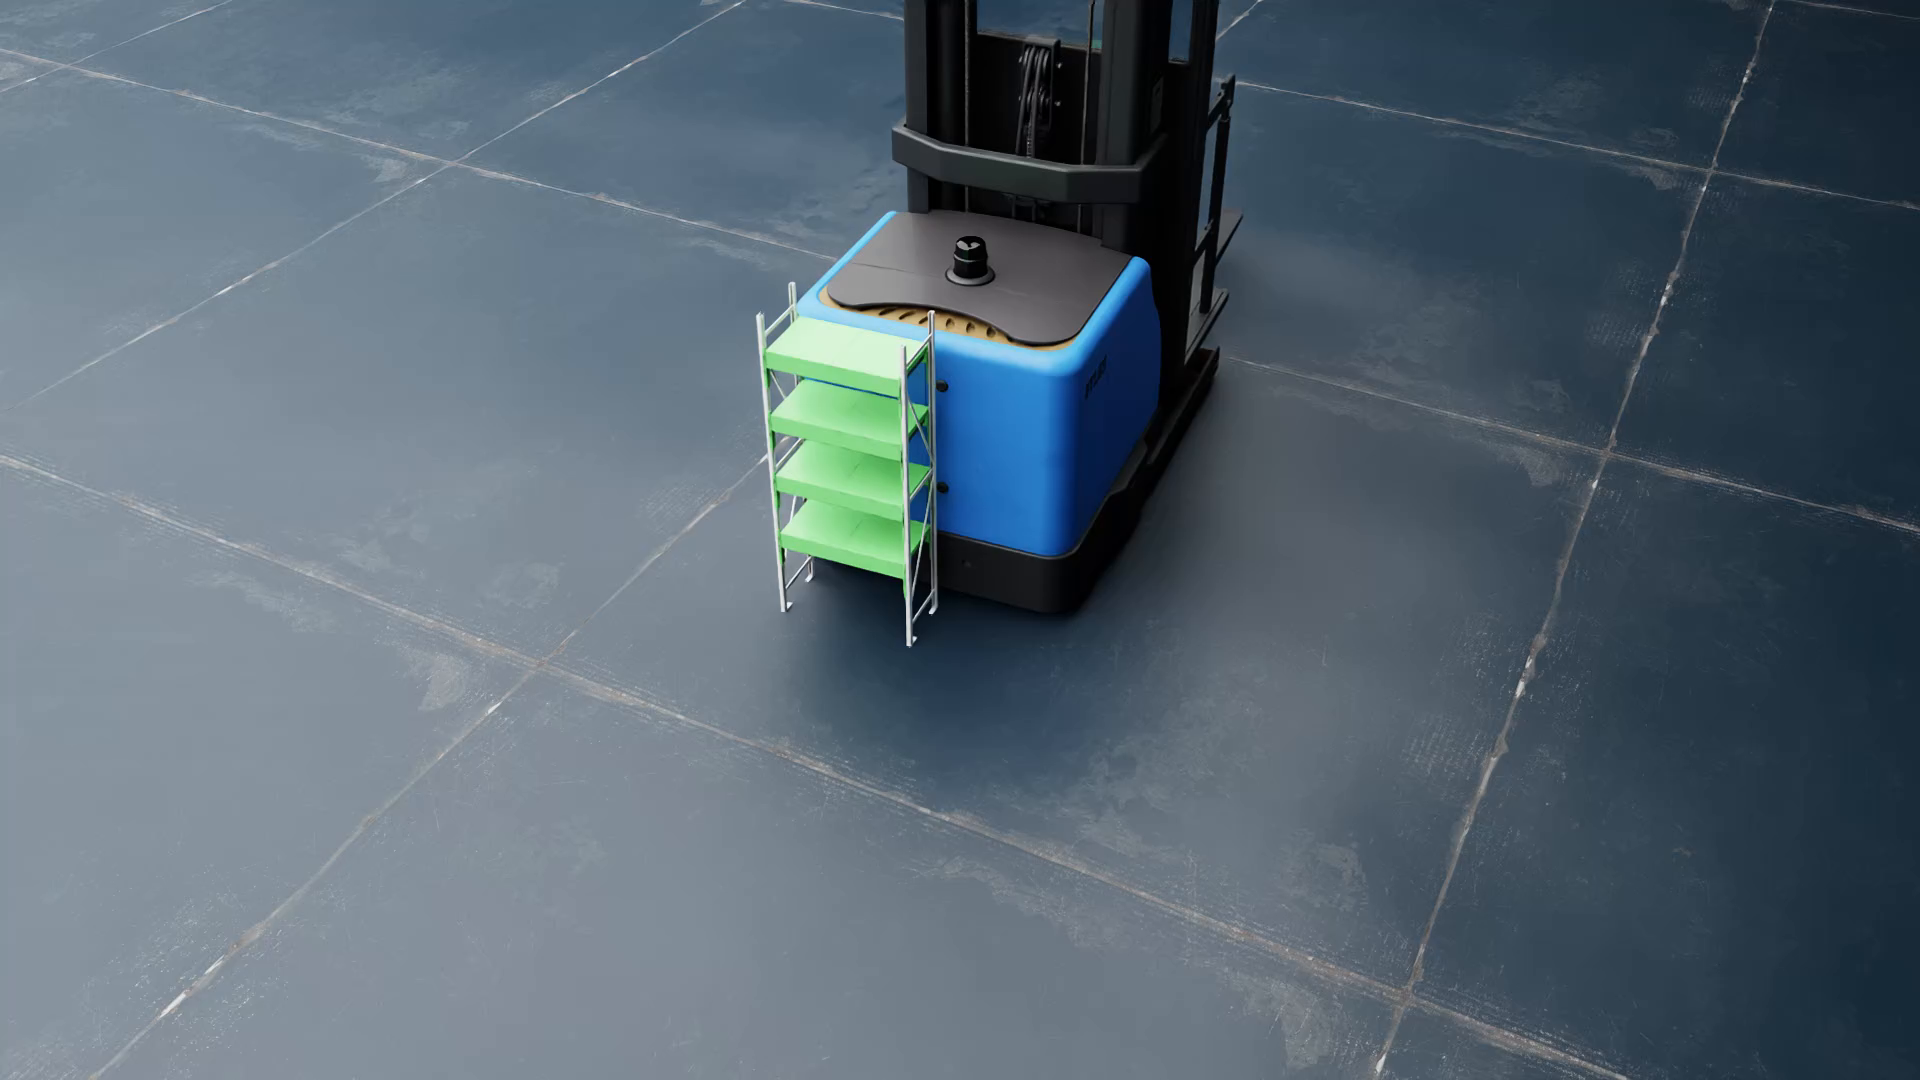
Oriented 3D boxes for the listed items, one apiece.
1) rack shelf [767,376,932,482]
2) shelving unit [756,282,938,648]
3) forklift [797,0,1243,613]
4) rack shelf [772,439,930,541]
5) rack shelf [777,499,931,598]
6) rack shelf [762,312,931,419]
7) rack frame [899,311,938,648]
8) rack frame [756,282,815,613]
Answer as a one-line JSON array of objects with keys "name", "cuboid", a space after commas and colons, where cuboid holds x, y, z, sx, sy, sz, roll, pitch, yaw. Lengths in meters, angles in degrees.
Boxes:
[{"name": "rack shelf", "cuboid": [-0.357, -0.370, 5.453, 0.480, 0.148, 0.258, 14, 39, 18]}, {"name": "shelving unit", "cuboid": [-0.357, -0.230, 5.560, 0.503, 1.200, 0.258, 14, 39, 18]}, {"name": "forklift", "cuboid": [0.462, -1.802, 6.200, 1.130, 2.935, 3.031, 14, 39, 18]}, {"name": "rack shelf", "cuboid": [-0.357, -0.179, 5.599, 0.480, 0.148, 0.258, 14, 39, 18]}, {"name": "rack shelf", "cuboid": [-0.357, 0.012, 5.744, 0.480, 0.148, 0.258, 14, 39, 18]}, {"name": "rack shelf", "cuboid": [-0.357, -0.561, 5.308, 0.480, 0.148, 0.258, 14, 39, 18]}, {"name": "rack frame", "cuboid": [-0.132, -0.173, 5.486, 0.015, 1.200, 0.240, 14, 39, 18]}, {"name": "rack frame", "cuboid": [-0.583, -0.286, 5.634, 0.015, 1.200, 0.240, 14, 39, 18]}]
